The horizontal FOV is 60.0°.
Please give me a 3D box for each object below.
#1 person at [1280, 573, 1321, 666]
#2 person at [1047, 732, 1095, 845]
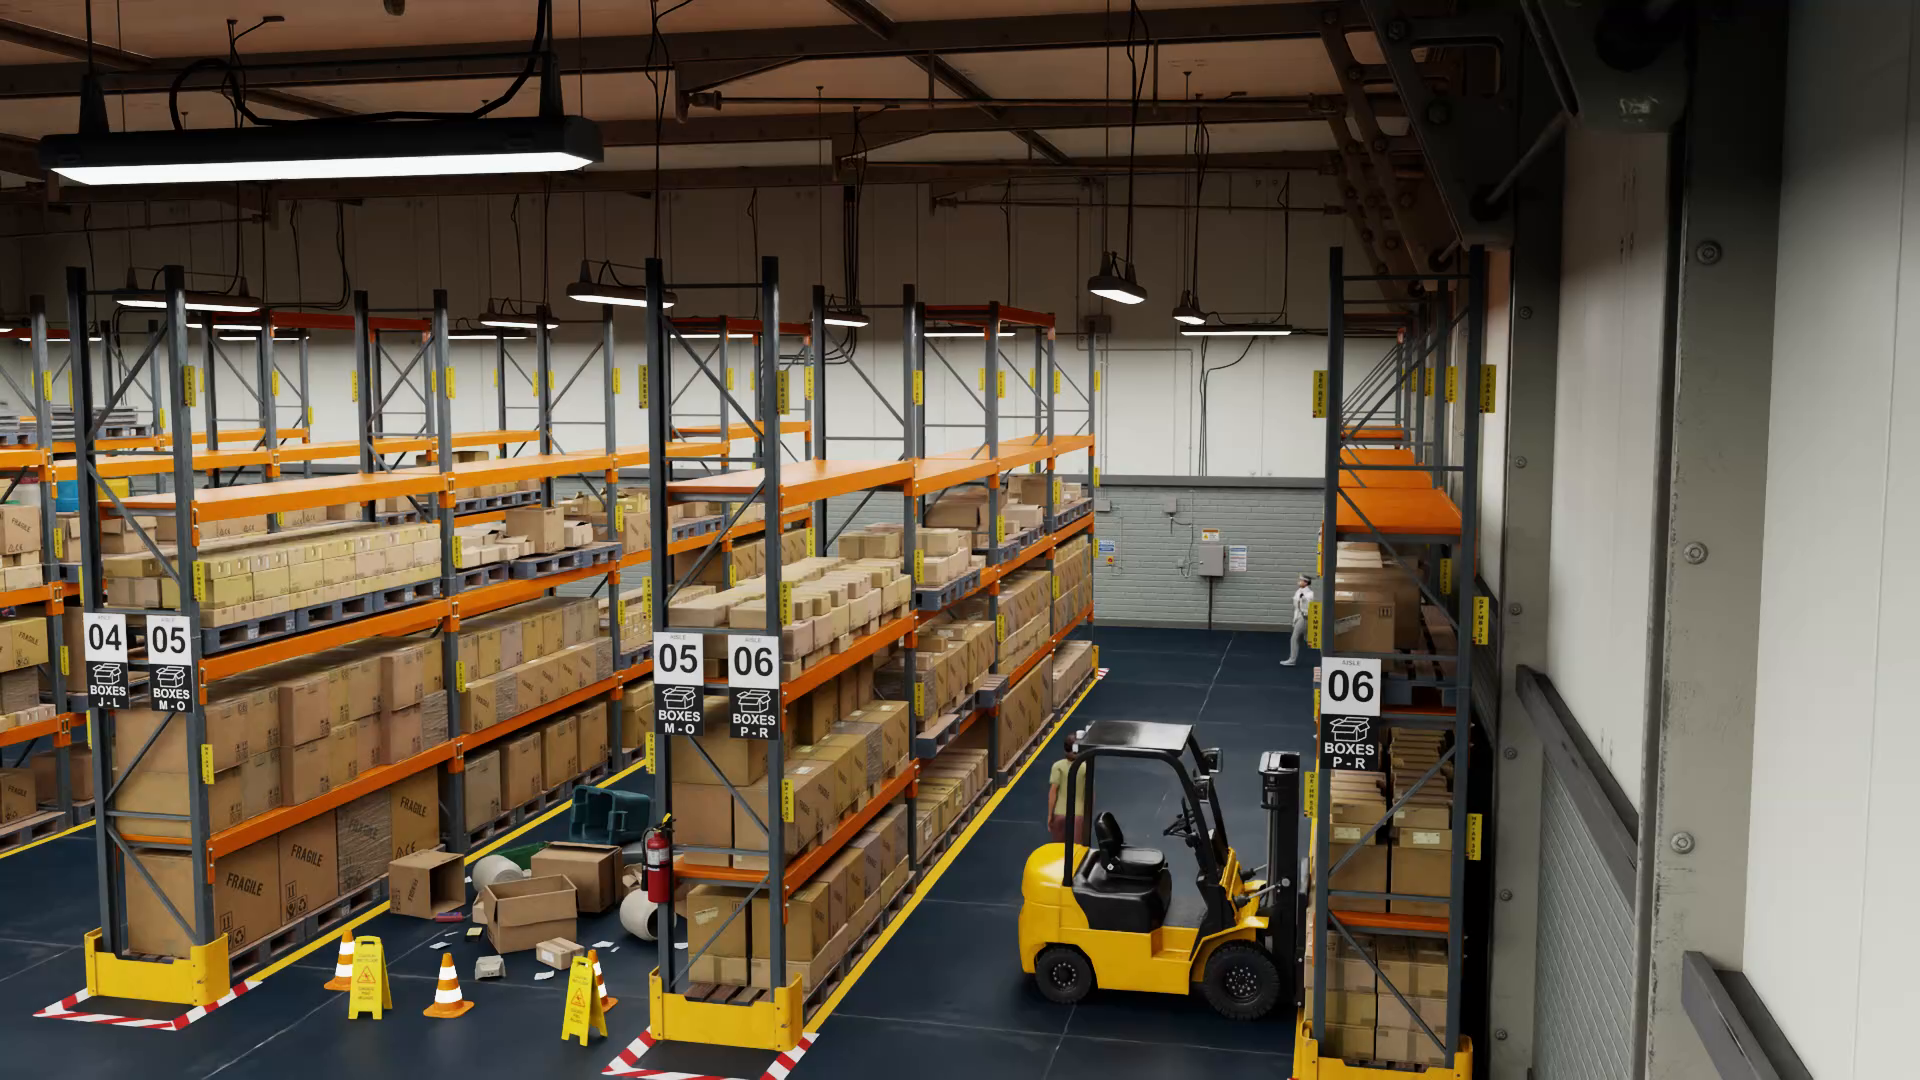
[{"bbox_3d":[6.099,1.380,29.207,0.933,1.646,0.471,1,6,5],"label":"person"},{"bbox_3d":[1.082,2.732,16.167,0.458,1.715,0.595,1,6,8],"label":"person"}]
